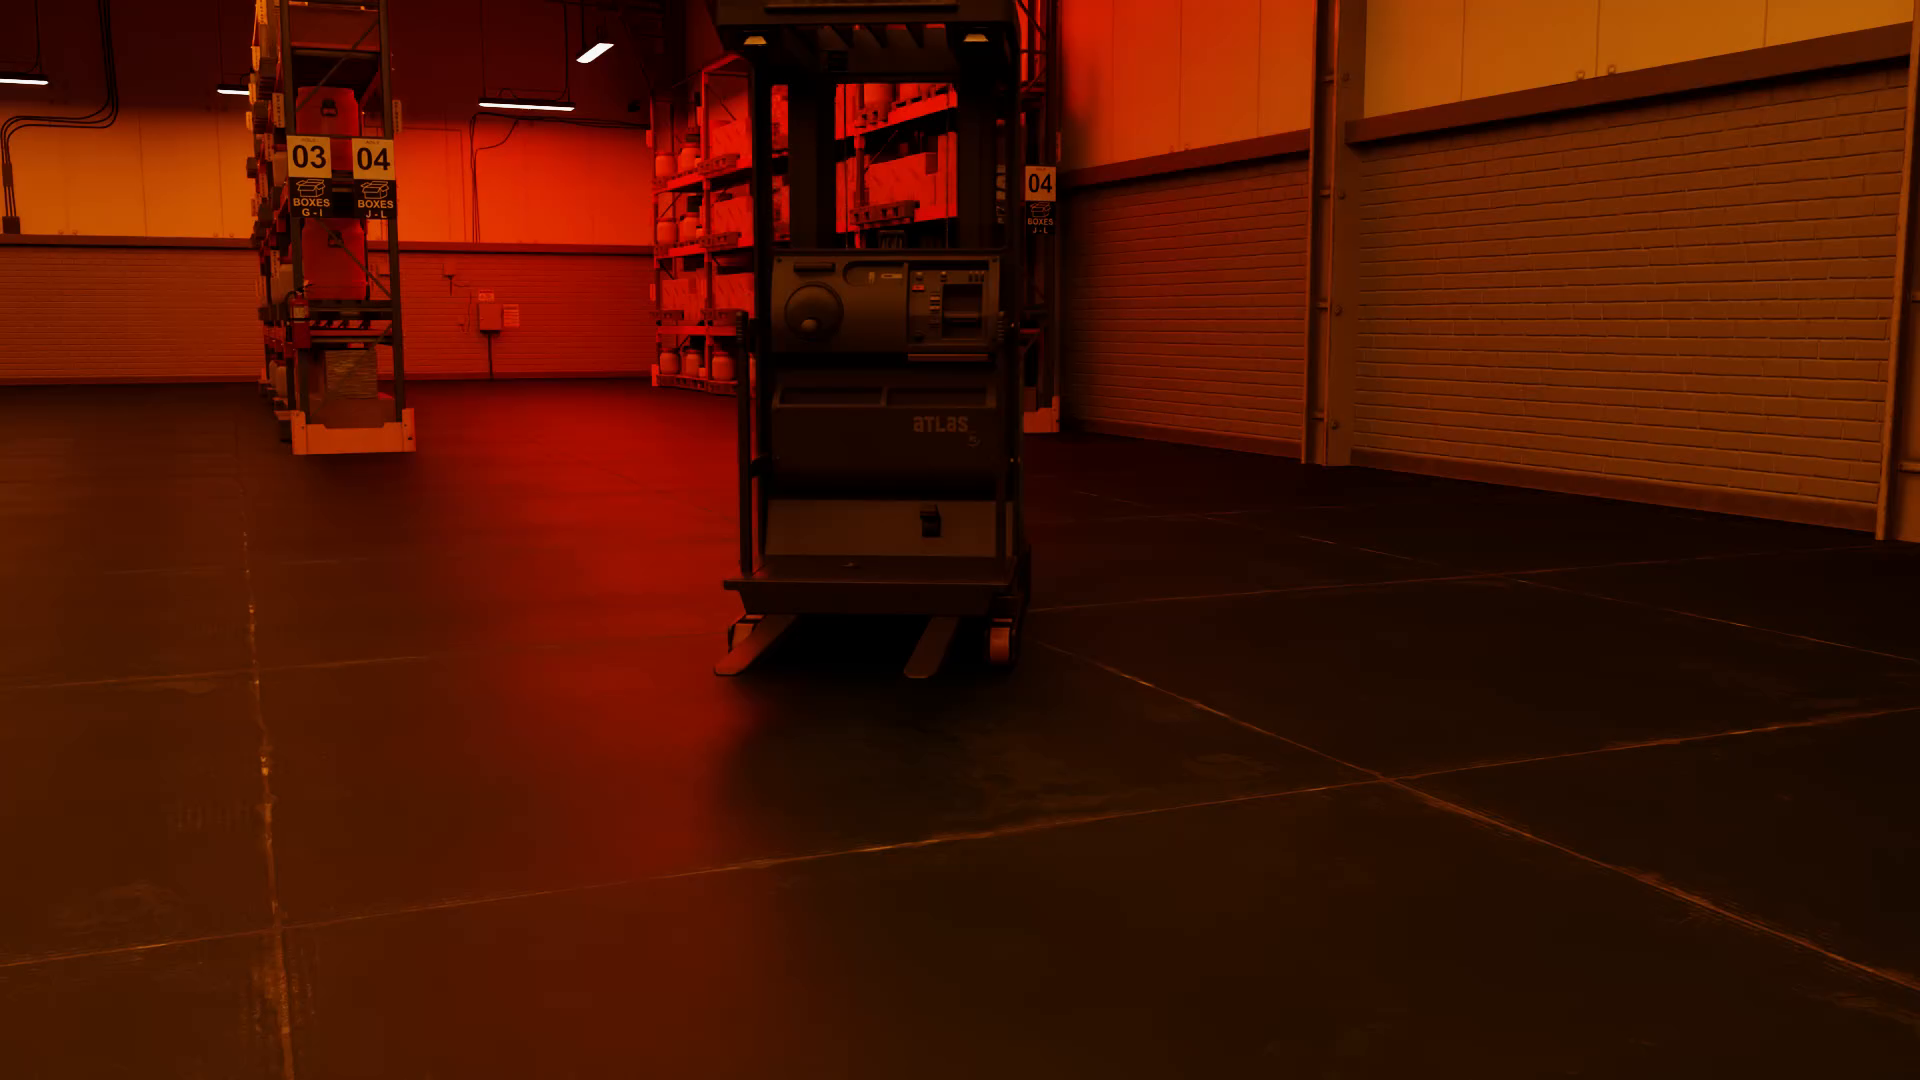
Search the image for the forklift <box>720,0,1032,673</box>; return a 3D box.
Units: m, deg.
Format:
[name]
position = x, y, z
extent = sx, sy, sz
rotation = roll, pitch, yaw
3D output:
[forklift]
position = -0.309, -1.016, 6.645
extent = 1.130, 2.935, 3.031
rotation = 1, 8, 4
